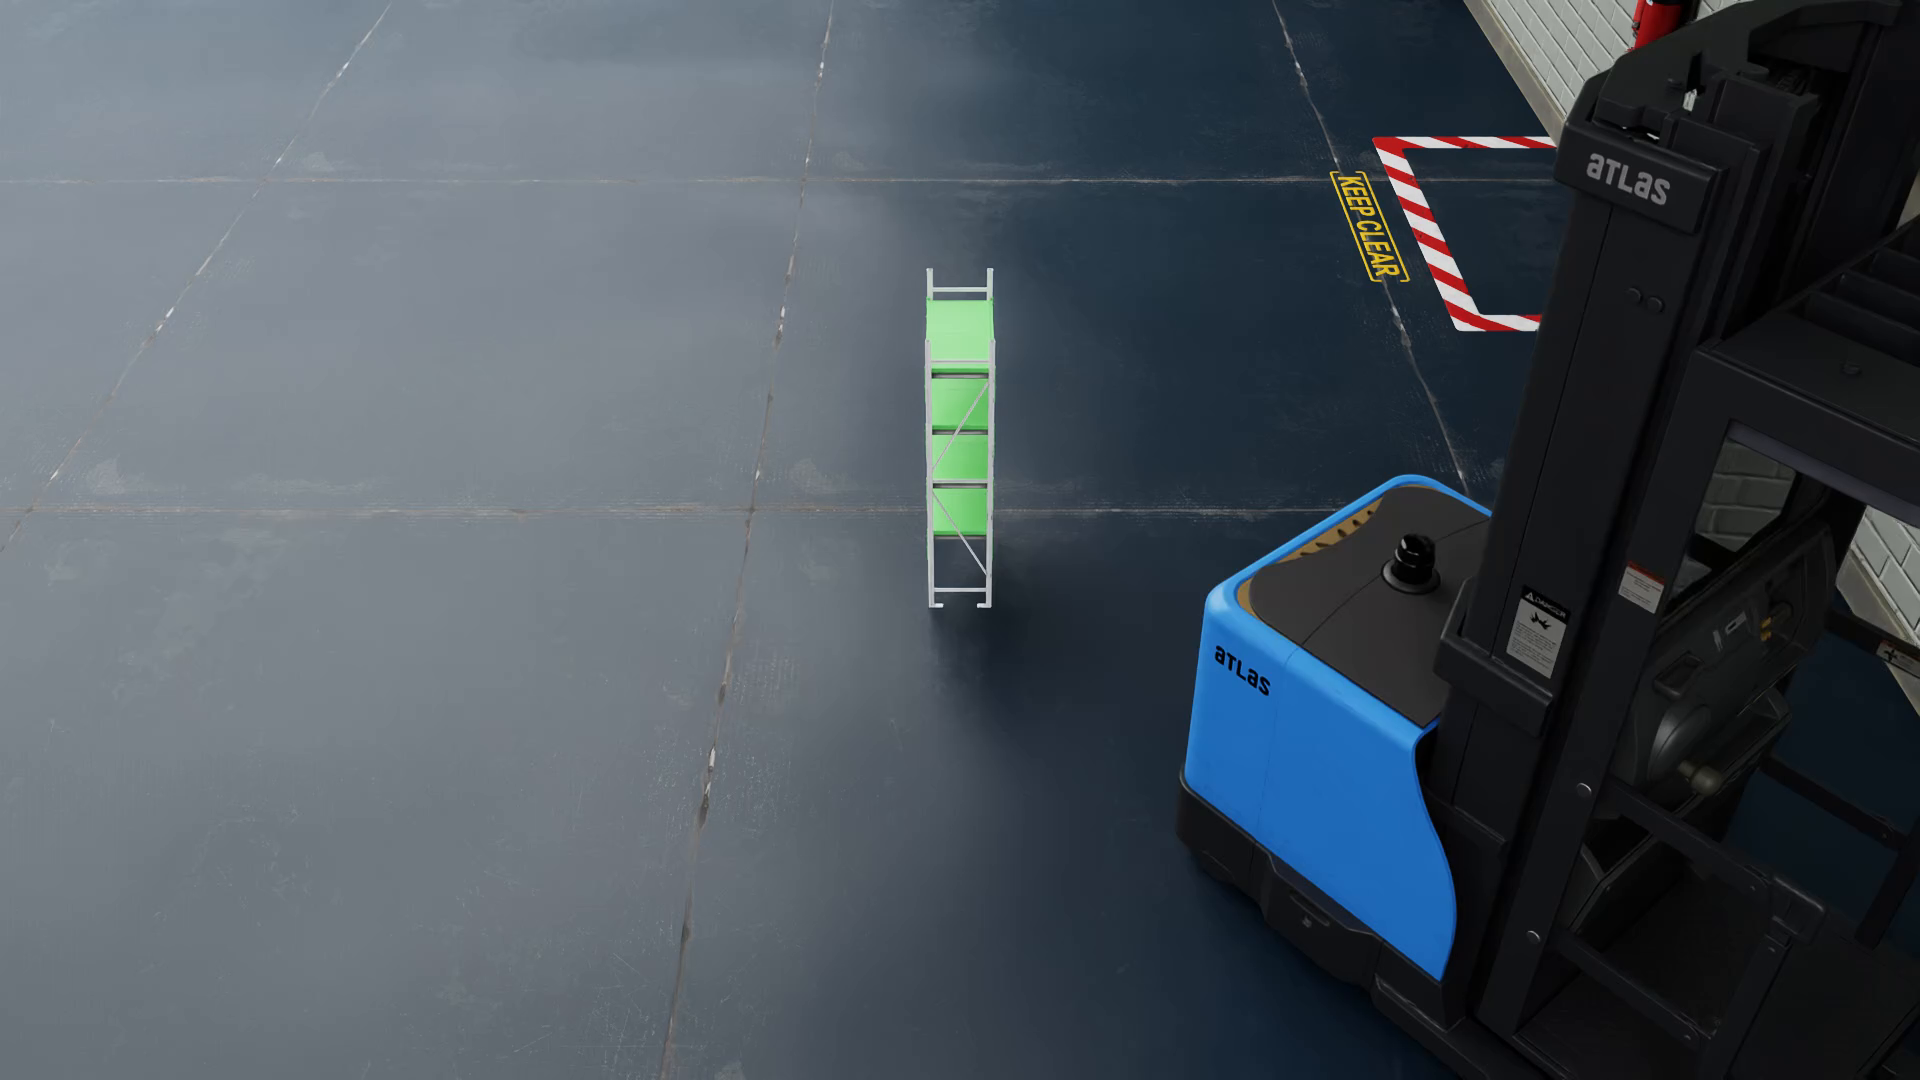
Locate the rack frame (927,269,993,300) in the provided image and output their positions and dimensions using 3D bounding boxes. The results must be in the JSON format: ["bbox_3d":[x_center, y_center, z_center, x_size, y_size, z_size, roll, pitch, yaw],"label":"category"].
[{"bbox_3d":[0.000,-0.517,6.436,0.240,1.200,0.015,0,39,0],"label":"rack frame"}]

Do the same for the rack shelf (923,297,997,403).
[{"bbox_3d":[0.000,-0.689,5.985,0.258,0.148,0.480,0,39,0],"label":"rack shelf"}]

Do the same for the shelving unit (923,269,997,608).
[{"bbox_3d":[0.000,-0.365,6.246,0.258,1.200,0.503,0,39,0],"label":"shelving unit"}]

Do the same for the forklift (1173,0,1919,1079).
[{"bbox_3d":[2.037,0.356,3.961,1.130,2.935,3.031,-28,46,-30],"label":"forklift"}]

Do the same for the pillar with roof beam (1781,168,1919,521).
[{"bbox_3d":[-0.984,-3.634,4.089,9.100,9.000,0.400,0,39,0],"label":"pillar with roof beam"}]

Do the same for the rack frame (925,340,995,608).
[{"bbox_3d":[0.000,-0.212,6.055,0.240,1.200,0.015,0,39,0],"label":"rack frame"}]

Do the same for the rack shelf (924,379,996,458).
[{"bbox_3d":[0.000,-0.502,6.135,0.258,0.148,0.480,0,39,0],"label":"rack shelf"}]

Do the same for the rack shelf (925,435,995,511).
[{"bbox_3d":[0.000,-0.315,6.286,0.258,0.148,0.480,0,39,0],"label":"rack shelf"}]

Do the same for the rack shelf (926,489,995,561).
[{"bbox_3d":[0.000,-0.128,6.436,0.258,0.148,0.480,0,39,0],"label":"rack shelf"}]

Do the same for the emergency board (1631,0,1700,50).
[{"bbox_3d":[3.357,-2.841,7.897,0.194,1.169,0.643,0,39,0],"label":"emergency board"}]
